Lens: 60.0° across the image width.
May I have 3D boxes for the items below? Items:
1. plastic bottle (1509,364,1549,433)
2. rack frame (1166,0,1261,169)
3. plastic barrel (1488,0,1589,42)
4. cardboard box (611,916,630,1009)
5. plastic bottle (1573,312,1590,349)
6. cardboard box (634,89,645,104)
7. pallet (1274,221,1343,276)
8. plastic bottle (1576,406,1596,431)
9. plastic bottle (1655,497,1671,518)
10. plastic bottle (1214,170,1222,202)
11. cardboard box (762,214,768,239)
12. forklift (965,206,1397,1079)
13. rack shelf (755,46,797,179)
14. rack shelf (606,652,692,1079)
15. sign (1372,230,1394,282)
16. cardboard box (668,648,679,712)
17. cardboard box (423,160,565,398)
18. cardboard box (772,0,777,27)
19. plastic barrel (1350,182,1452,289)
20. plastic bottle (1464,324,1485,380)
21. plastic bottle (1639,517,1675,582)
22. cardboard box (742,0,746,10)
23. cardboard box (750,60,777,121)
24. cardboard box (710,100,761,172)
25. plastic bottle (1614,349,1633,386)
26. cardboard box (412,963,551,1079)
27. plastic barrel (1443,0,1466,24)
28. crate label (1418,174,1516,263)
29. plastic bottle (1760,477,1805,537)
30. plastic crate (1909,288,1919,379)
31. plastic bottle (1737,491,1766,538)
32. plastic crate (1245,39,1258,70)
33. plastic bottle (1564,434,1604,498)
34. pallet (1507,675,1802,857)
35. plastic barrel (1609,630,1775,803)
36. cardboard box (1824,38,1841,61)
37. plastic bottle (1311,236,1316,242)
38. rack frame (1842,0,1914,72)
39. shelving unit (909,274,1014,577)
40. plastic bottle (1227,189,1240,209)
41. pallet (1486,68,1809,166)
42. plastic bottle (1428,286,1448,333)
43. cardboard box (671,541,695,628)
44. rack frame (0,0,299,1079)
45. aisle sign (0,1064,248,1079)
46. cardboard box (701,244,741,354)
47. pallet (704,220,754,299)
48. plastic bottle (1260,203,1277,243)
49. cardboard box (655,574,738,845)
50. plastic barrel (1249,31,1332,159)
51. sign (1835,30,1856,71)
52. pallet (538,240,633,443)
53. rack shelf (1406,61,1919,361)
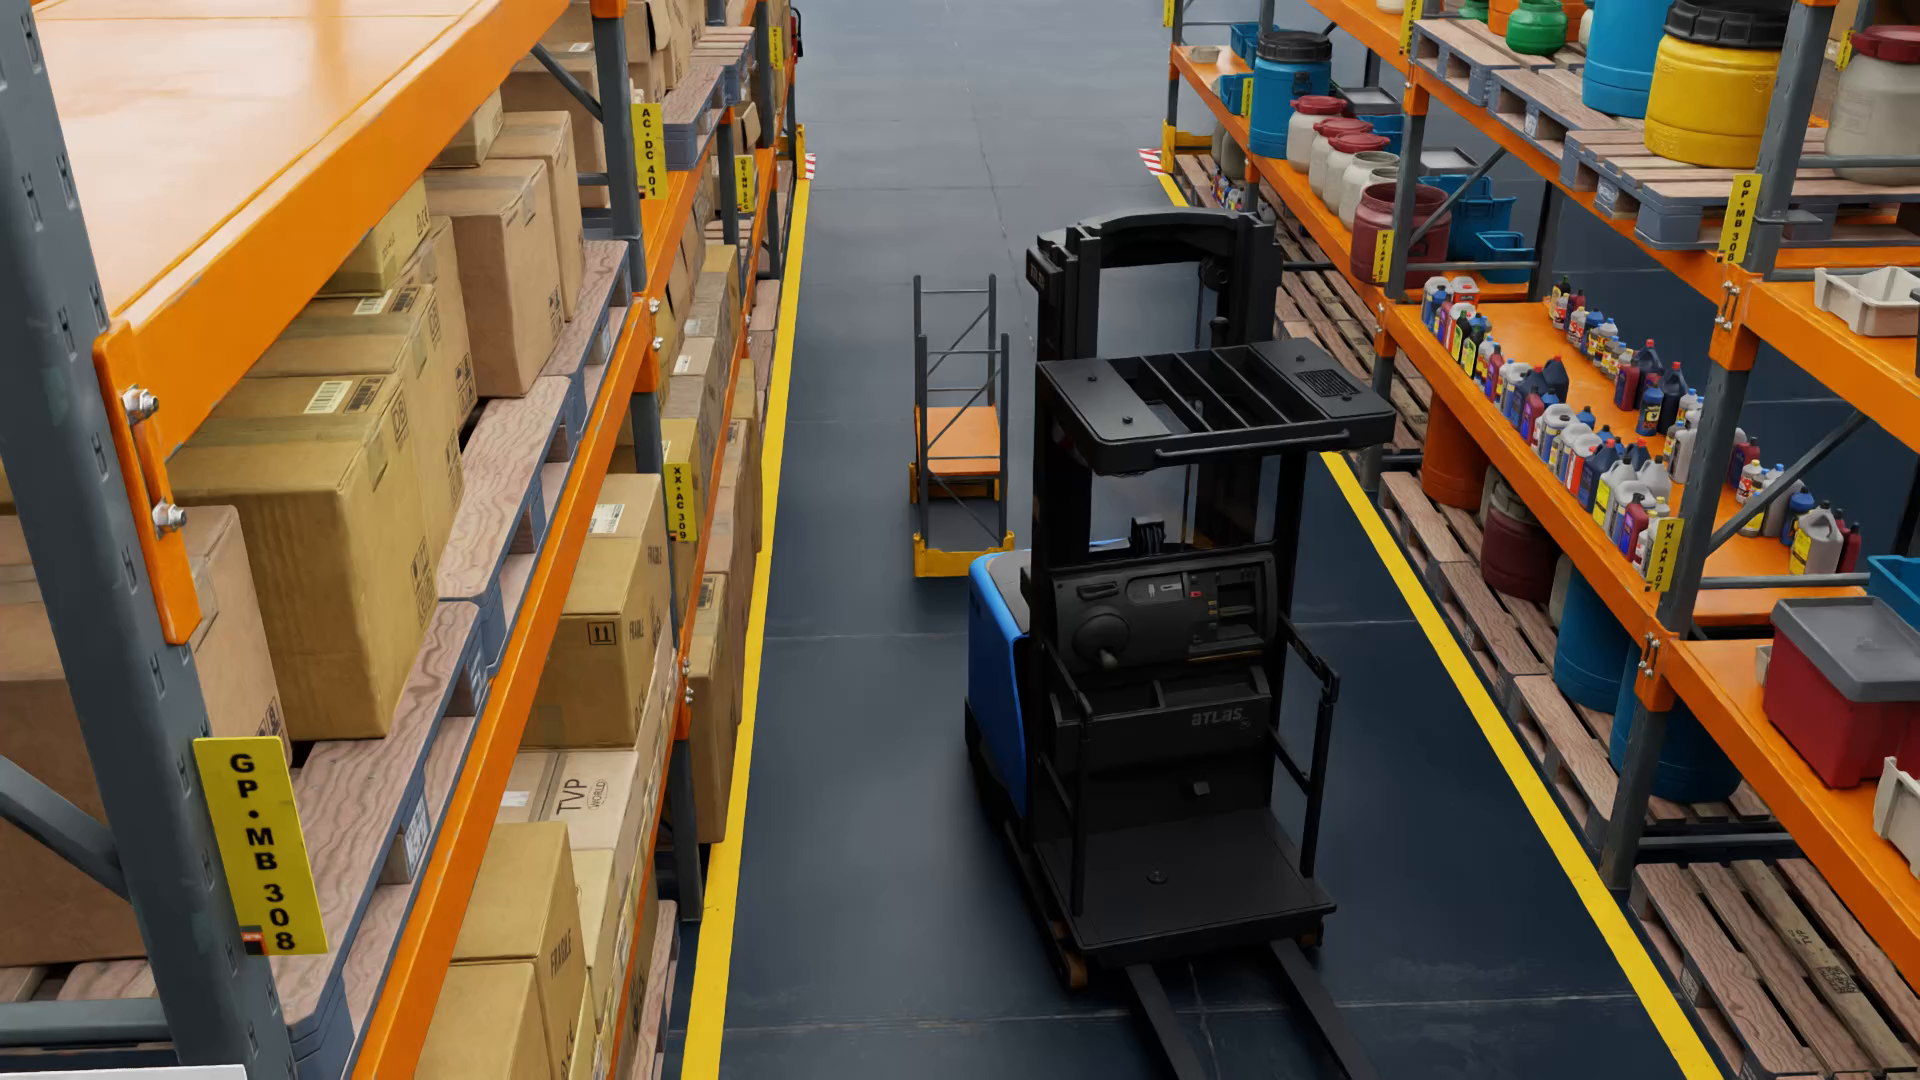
[{"bbox_3d":[2.907,-0.732,8.463,0.144,0.351,0.185,-1,28,-3],"label":"plastic bottle"},{"bbox_3d":[2.713,-5.370,17.302,1.000,3.000,0.127,-1,28,-3],"label":"rack frame"},{"bbox_3d":[3.157,-3.120,8.826,0.600,0.830,0.708,-1,28,-3],"label":"plastic barrel"},{"bbox_3d":[-1.184,1.247,4.888,0.380,0.149,0.250,-1,28,-2],"label":"cardboard box"},{"bbox_3d":[3.583,-1.206,9.533,0.097,0.201,0.097,0,28,0],"label":"plastic bottle"},{"bbox_3d":[-1.535,-1.805,7.041,0.380,0.149,0.250,-2,28,-5],"label":"cardboard box"},{"bbox_3d":[2.928,-2.598,15.002,1.003,0.211,1.213,-1,28,-3],"label":"pallet"},{"bbox_3d":[3.055,-0.528,8.158,0.097,0.271,0.097,0,28,0],"label":"plastic bottle"},{"bbox_3d":[3.101,-0.095,7.403,0.097,0.201,0.097,0,28,0],"label":"plastic bottle"},{"bbox_3d":[2.490,-3.411,16.008,0.061,0.283,0.133,-1,28,-2],"label":"plastic bottle"},{"bbox_3d":[-2.043,-2.931,14.875,0.500,0.500,0.500,7,28,14],"label":"cardboard box"},{"bbox_3d":[0.877,0.330,6.449,1.130,2.935,3.031,-7,28,-12],"label":"forklift"},{"bbox_3d":[-2.129,-4.008,15.469,1.077,0.370,4.000,-1,28,-3],"label":"rack shelf"},{"bbox_3d":[-1.502,1.534,4.843,1.077,0.370,4.000,-1,28,-3],"label":"rack shelf"},{"bbox_3d":[2.582,-1.731,10.149,0.100,0.325,0.005,-1,28,-3],"label":"sign"},{"bbox_3d":[-1.264,0.536,6.251,0.380,0.149,0.250,-1,28,-2],"label":"cardboard box"},{"bbox_3d":[-1.482,-0.705,4.444,0.700,0.500,0.500,0,28,0],"label":"cardboard box"},{"bbox_3d":[-1.822,-4.468,14.061,0.500,0.500,0.500,-1,28,-3],"label":"cardboard box"},{"bbox_3d":[2.804,-1.943,10.584,0.600,0.536,0.708,-1,28,-3],"label":"plastic barrel"},{"bbox_3d":[2.828,-1.033,9.113,0.061,0.283,0.133,-1,28,-3],"label":"plastic bottle"},{"bbox_3d":[2.996,0.053,7.040,0.152,0.276,0.135,-1,28,-3],"label":"plastic bottle"},{"bbox_3d":[-1.649,-3.517,10.668,0.500,0.250,0.500,-1,28,-2],"label":"cardboard box"},{"bbox_3d":[-1.986,-3.789,13.841,0.875,0.500,0.500,-1,28,-3],"label":"cardboard box"},{"bbox_3d":[-1.842,-2.837,11.880,0.797,0.503,0.637,1,28,3],"label":"cardboard box"},{"bbox_3d":[3.613,-0.936,9.016,0.097,0.201,0.097,0,28,0],"label":"plastic bottle"},{"bbox_3d":[-1.179,1.282,3.579,0.500,0.500,0.500,-2,28,-4],"label":"cardboard box"},{"bbox_3d":[3.305,-3.612,10.147,0.600,0.901,0.600,0,28,0],"label":"plastic barrel"},{"bbox_3d":[3.349,-2.157,11.103,0.502,0.435,0.616,-1,28,-3],"label":"crate label"},{"bbox_3d":[3.677,-0.165,7.457,0.152,0.276,0.135,-1,28,-3],"label":"plastic bottle"},{"bbox_3d":[3.131,-0.520,4.901,0.497,0.269,0.590,-1,28,-3],"label":"plastic crate"},{"bbox_3d":[3.553,-0.121,7.452,0.097,0.201,0.097,0,28,0],"label":"plastic bottle"},{"bbox_3d":[3.066,-4.780,16.332,0.499,0.251,0.408,-1,28,-3],"label":"plastic crate"},{"bbox_3d":[2.951,-0.349,7.810,0.152,0.276,0.135,-1,28,-3],"label":"plastic bottle"},{"bbox_3d":[3.341,1.051,8.007,1.003,0.211,1.213,-1,28,-3],"label":"pallet"},{"bbox_3d":[3.328,0.664,7.548,0.600,0.901,0.708,-1,28,-3],"label":"plastic barrel"},{"bbox_3d":[7.630,-4.207,14.263,0.380,0.149,0.250,-2,28,-4],"label":"cardboard box"},{"bbox_3d":[3.192,-2.817,14.869,0.061,0.283,0.133,-1,28,-3],"label":"plastic bottle"},{"bbox_3d":[7.869,-3.641,13.987,1.000,3.000,0.127,-1,28,-3],"label":"rack frame"},{"bbox_3d":[-0.004,-0.700,9.971,0.587,1.500,1.083,-1,28,-3],"label":"shelving unit"},{"bbox_3d":[2.569,-3.114,15.446,0.152,0.276,0.135,-1,28,-2],"label":"plastic bottle"},{"bbox_3d":[3.139,-1.958,7.721,1.003,0.211,1.213,-1,28,-3],"label":"pallet"},{"bbox_3d":[2.809,-1.357,9.747,0.097,0.271,0.097,0,28,0],"label":"plastic bottle"},{"bbox_3d":[-1.381,0.029,6.844,0.500,0.500,0.500,-1,28,-2],"label":"cardboard box"},{"bbox_3d":[-1.401,-0.521,1.519,0.949,2.616,0.053,-1,28,-3],"label":"rack frame"},{"bbox_3d":[-1.094,1.012,2.255,0.394,0.787,0.004,-1,28,-3],"label":"aisle sign"},{"bbox_3d":[-1.542,-1.378,9.541,0.500,0.500,0.500,-1,28,-1],"label":"cardboard box"},{"bbox_3d":[-1.959,-1.797,10.660,1.213,0.211,1.003,-1,28,-3],"label":"pallet"},{"bbox_3d":[2.744,-2.837,14.835,0.144,0.351,0.185,-1,28,-3],"label":"plastic bottle"},{"bbox_3d":[-1.660,0.752,7.408,1.225,0.875,0.875,-1,28,-2],"label":"cardboard box"},{"bbox_3d":[2.639,-3.559,13.289,0.600,0.901,0.708,-1,28,-3],"label":"plastic barrel"},{"bbox_3d":[7.314,-4.045,13.741,0.100,0.325,0.005,-1,28,-3],"label":"sign"},{"bbox_3d":[-1.574,-0.621,5.050,1.003,0.211,1.213,-1,28,-3],"label":"pallet"},{"bbox_3d":[3.235,-1.763,7.921,1.077,0.370,4.000,-1,28,-3],"label":"rack shelf"}]
